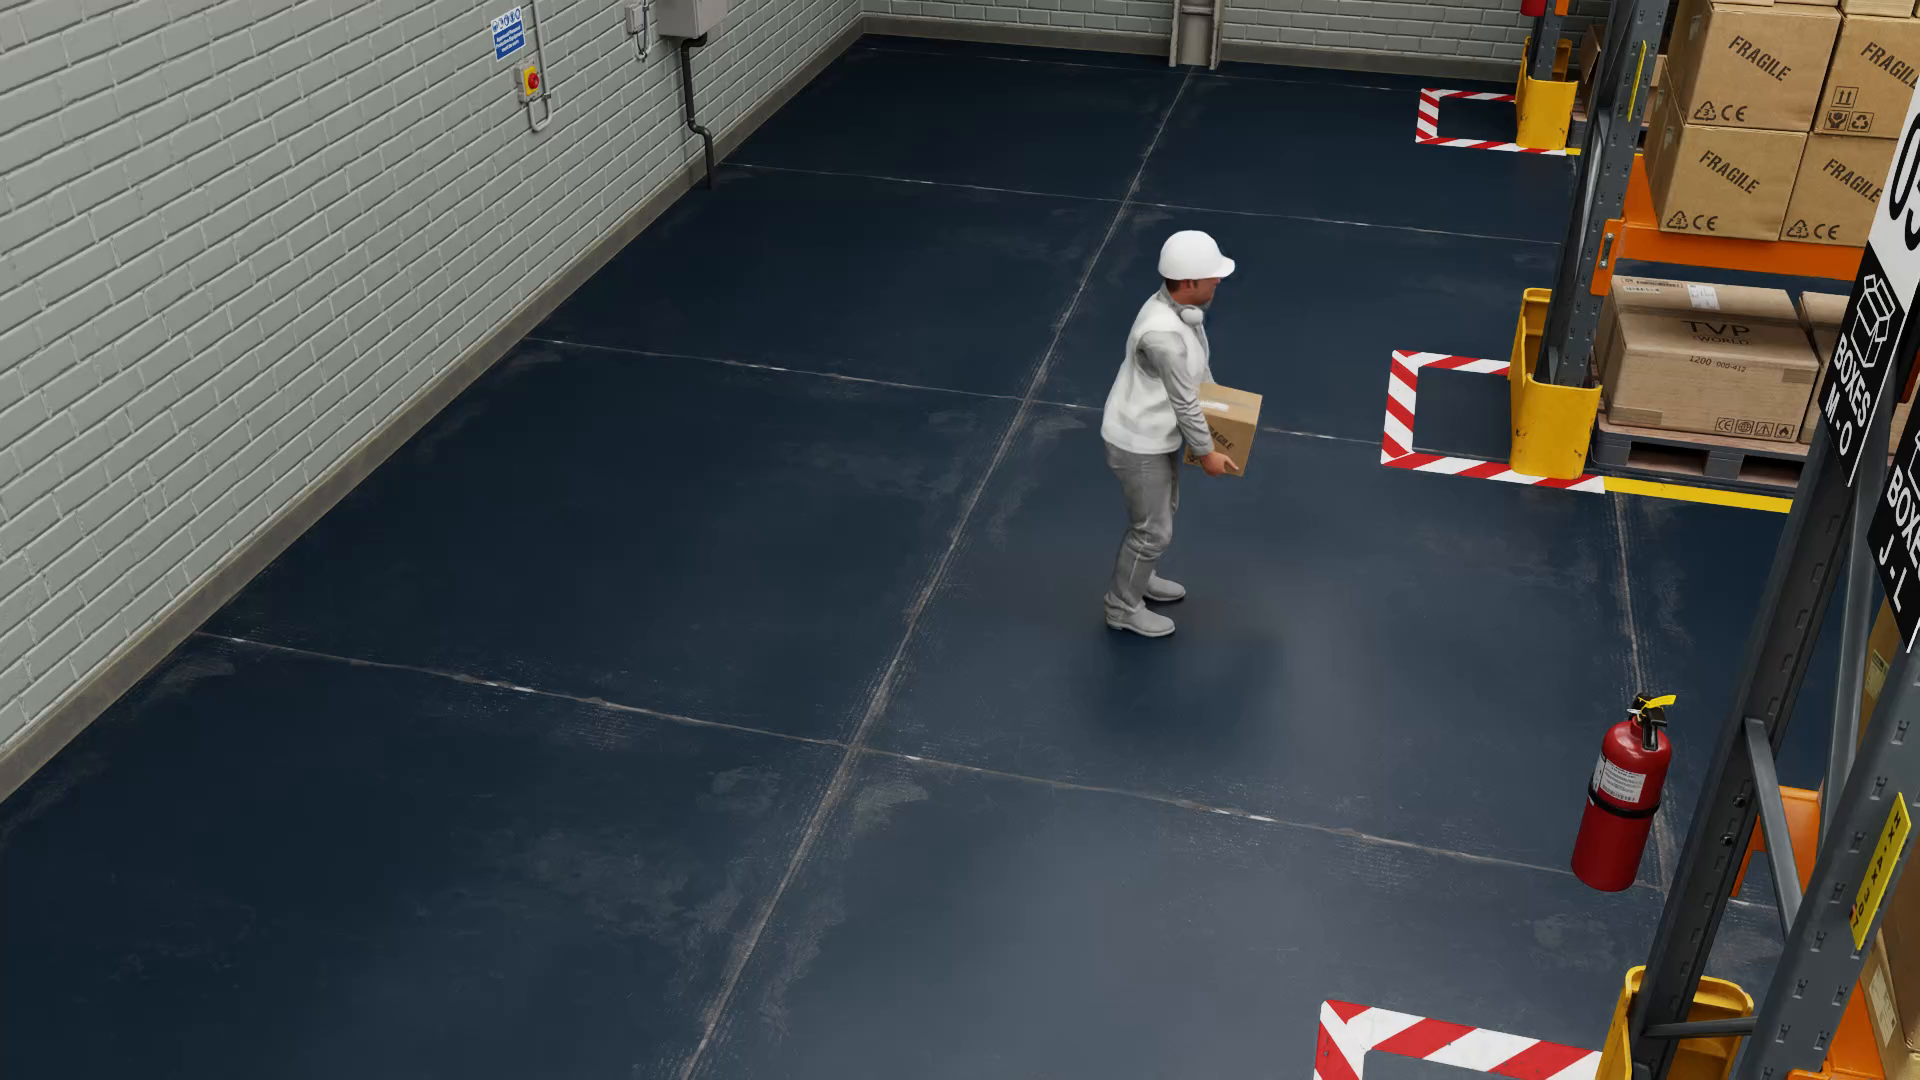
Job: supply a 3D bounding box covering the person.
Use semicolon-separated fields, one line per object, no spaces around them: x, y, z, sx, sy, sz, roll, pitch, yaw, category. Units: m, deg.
0.870;-0.433;6.805;0.574;1.762;0.489;7;33;12;person
